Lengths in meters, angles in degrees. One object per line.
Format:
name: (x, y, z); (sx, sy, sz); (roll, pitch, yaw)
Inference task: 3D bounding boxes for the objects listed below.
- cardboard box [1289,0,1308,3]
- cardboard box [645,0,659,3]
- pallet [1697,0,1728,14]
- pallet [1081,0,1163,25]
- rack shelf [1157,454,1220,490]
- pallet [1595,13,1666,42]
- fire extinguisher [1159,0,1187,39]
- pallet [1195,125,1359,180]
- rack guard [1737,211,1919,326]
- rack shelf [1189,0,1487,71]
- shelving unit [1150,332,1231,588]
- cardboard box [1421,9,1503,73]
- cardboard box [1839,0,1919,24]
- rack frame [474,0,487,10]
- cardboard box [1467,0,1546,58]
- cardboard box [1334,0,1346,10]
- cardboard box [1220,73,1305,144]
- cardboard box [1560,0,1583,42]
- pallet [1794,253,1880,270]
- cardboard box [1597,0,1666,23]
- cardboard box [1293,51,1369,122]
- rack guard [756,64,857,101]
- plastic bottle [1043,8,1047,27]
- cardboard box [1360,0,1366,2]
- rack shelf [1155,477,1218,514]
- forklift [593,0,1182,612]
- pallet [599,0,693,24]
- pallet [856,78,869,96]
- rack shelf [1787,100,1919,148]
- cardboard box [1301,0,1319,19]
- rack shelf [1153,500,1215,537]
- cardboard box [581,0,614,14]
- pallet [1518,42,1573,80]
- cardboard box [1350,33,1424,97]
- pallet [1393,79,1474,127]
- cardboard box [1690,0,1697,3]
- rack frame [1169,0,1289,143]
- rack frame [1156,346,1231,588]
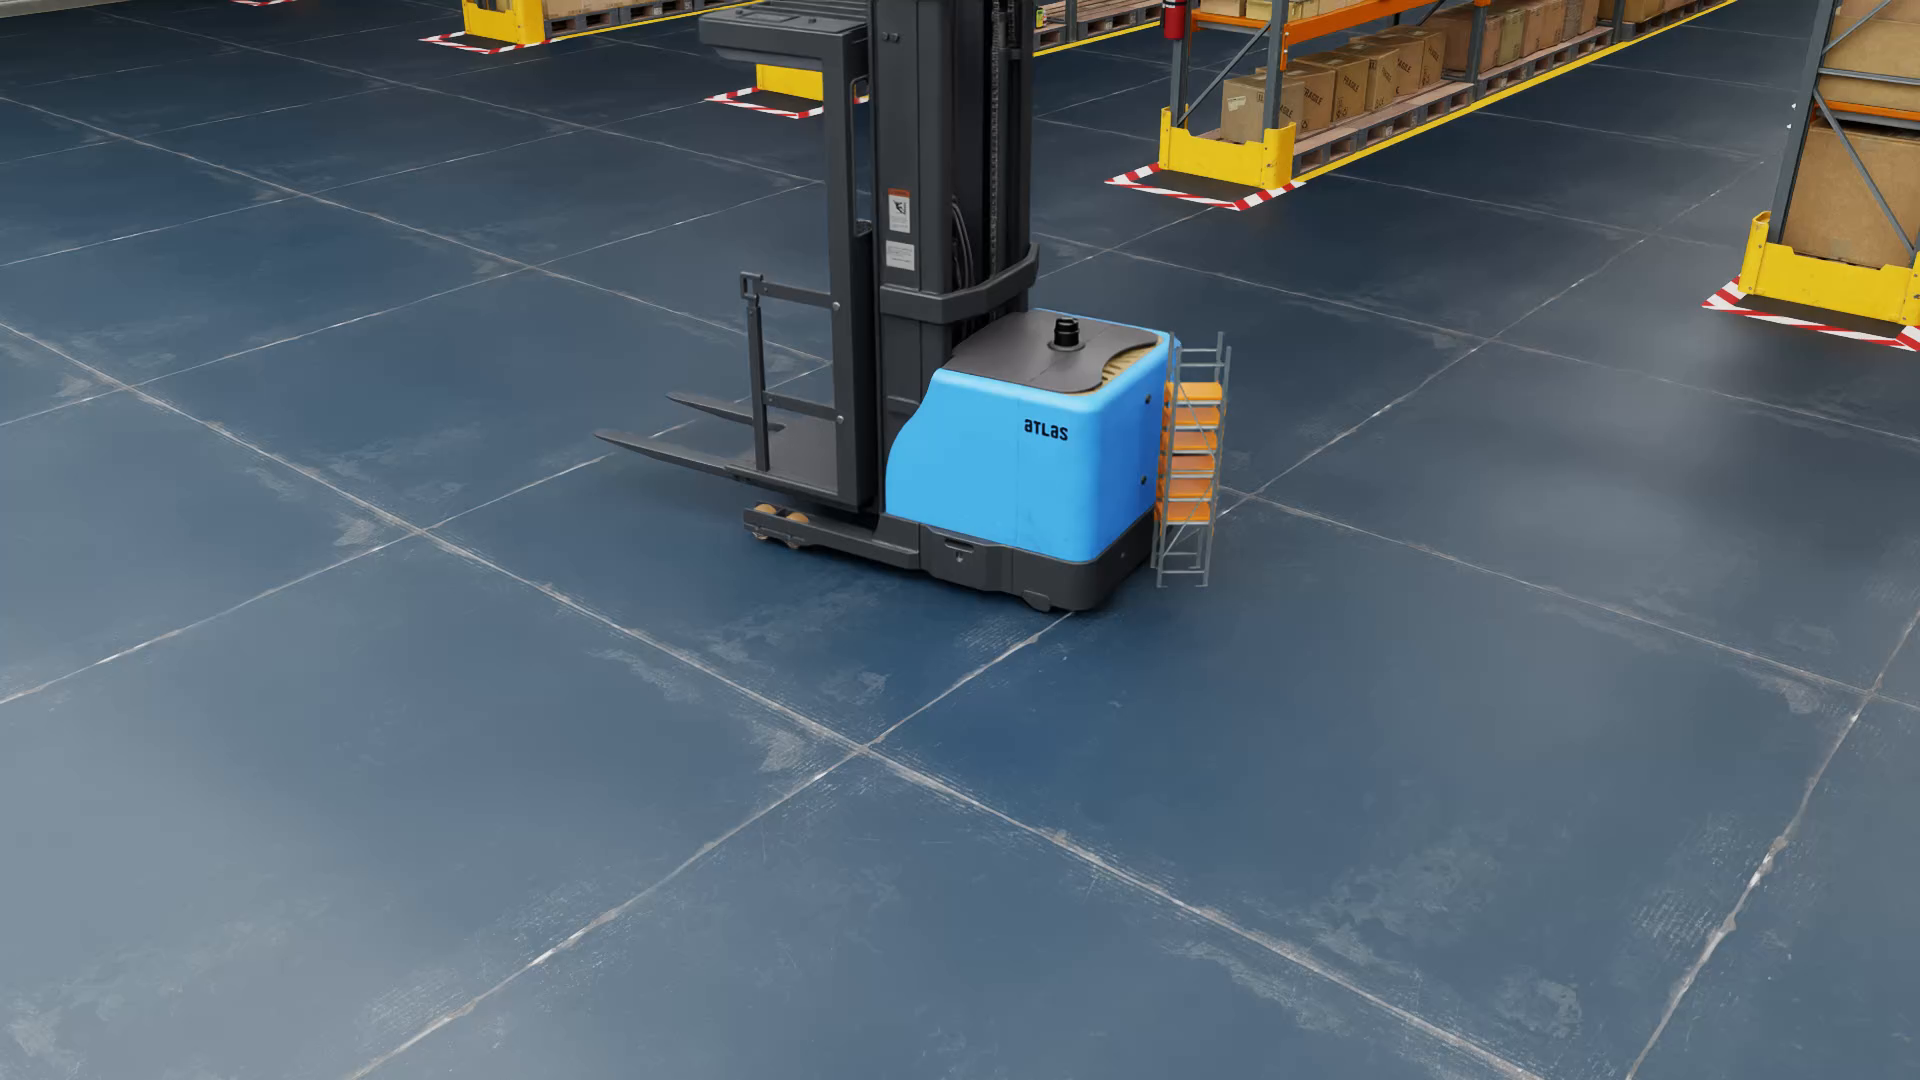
cardboard box: (2.595, -4.820, 13.869); (0.875, 0.500, 0.500); (21, 34, 34)
cardboard box: (-3.950, -6.974, 21.003); (0.500, 0.250, 0.500); (21, 34, 34)
pallet: (9.424, -7.177, 21.893); (1.003, 0.211, 1.213); (21, 34, 34)
pallet: (2.191, -6.808, 21.180); (1.003, 0.211, 1.213); (21, 34, 34)
rack shelf: (1.048, -0.314, 7.641); (0.258, 0.103, 0.180); (-1, 27, -4)
pallet: (7.872, -6.312, 20.221); (1.003, 0.211, 1.213); (21, 34, 34)
fire extinguisher: (1.795, -4.516, 13.799); (0.296, 0.674, 0.183); (21, 34, 34)
pallet: (2.816, -3.522, 14.829); (1.003, 0.211, 1.213); (21, 34, 34)
rack guard: (5.971, -1.852, 11.286); (1.175, 0.500, 0.348); (21, 34, 34)
rack shelf: (3.496, -4.846, 15.135); (1.077, 0.370, 4.000); (21, 34, 34)
shelving unit: (1.049, -0.353, 7.621); (0.258, 1.200, 0.189); (-1, 27, -4)
cardboard box: (5.175, -5.171, 17.223); (0.700, 0.500, 0.500); (18, 32, 31)
cardboard box: (6.253, -3.637, 10.678); (0.875, 0.550, 0.550); (21, 34, 34)
rack frame: (-5.418, -7.353, 19.198); (1.000, 3.000, 0.127); (21, 34, 34)
cardboard box: (5.849, -5.533, 17.923); (0.700, 0.500, 0.500); (18, 32, 30)
cardboard box: (3.076, -4.638, 14.224); (0.380, 0.149, 0.250); (21, 34, 34)
cardboard box: (2.634, -3.749, 14.496); (0.500, 0.500, 0.500); (-21, 34, -35)
cardboard box: (6.559, -5.934, 18.698); (0.700, 0.500, 0.500); (18, 32, 30)
pallet: (6.435, -2.039, 11.961); (1.003, 0.211, 1.213); (21, 34, 34)
cardboard box: (7.767, -6.774, 19.935); (1.225, 0.875, 0.875); (19, 33, 32)
cardboard box: (3.400, -4.187, 15.343); (0.500, 0.500, 0.500); (25, 36, 39)
rack guard: (-1.586, -4.834, 17.051); (1.175, 0.500, 0.348); (21, 34, 34)
plastic bottle: (0.956, -6.055, 19.256); (0.097, 0.201, 0.097); (0, 27, 0)
cardboard box: (3.379, -4.821, 14.578); (0.380, 0.149, 0.250); (21, 34, 34)
rack shelf: (1.046, -0.207, 7.696); (0.258, 0.103, 0.180); (-1, 27, -4)
forklift: (-0.484, -1.459, 7.880); (3.031, 2.935, 1.130); (15, 31, 26)
pallet: (-4.188, -6.828, 21.219); (1.003, 0.211, 1.213); (21, 34, 34)
pallet: (-1.065, -4.992, 17.671); (1.003, 0.211, 1.213); (21, 34, 34)
rack shelf: (7.259, -3.360, 12.264); (1.077, 0.370, 4.000); (21, 34, 34)
cardboard box: (2.763, -4.459, 13.878); (0.380, 0.149, 0.250); (21, 34, 34)
rack shelf: (1.043, -0.101, 7.751); (0.258, 0.103, 0.180); (-1, 27, -4)
cardboard box: (-4.590, -6.621, 20.320); (0.500, 0.250, 0.500); (21, 34, 34)
pallet: (6.038, -5.347, 18.356); (1.003, 0.211, 1.213); (21, 34, 34)
cardboard box: (4.124, -4.615, 16.170); (0.500, 0.500, 0.500); (-16, 31, -28)
pallet: (4.368, -4.387, 16.501); (1.003, 0.211, 1.213); (21, 34, 34)
cardboard box: (8.897, -7.404, 21.153); (1.225, 0.875, 0.875); (19, 33, 33)
rack frame: (2.224, -4.456, 13.599); (1.000, 3.000, 0.127); (21, 34, 34)
rack frame: (1.055, -0.311, 7.540); (0.240, 1.200, 0.006); (-1, 27, -4)
